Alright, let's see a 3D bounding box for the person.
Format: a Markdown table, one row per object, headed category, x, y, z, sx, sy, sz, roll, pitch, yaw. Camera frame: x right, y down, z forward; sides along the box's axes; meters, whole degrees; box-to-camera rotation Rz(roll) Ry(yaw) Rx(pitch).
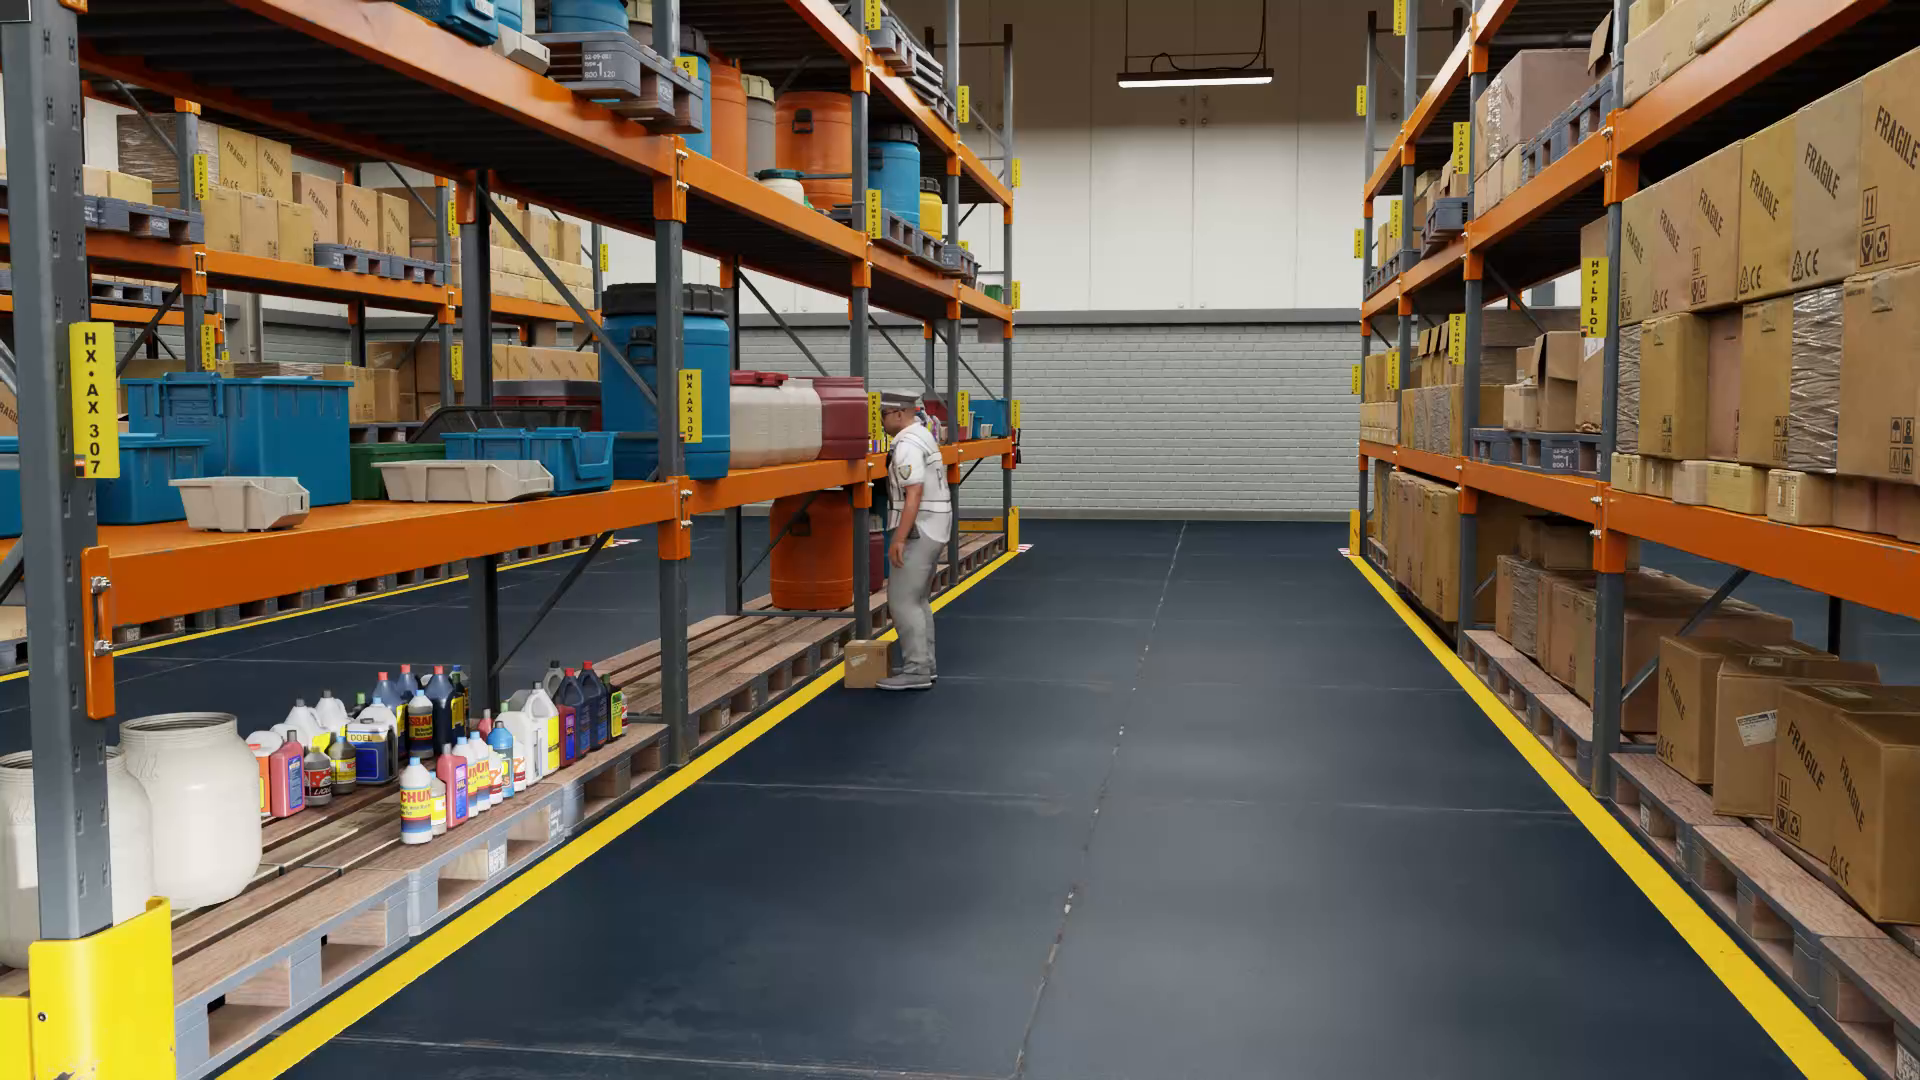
| category | x | y | z | sx | sy | sz | roll | pitch | yaw |
| --- | --- | --- | --- | --- | --- | --- | --- | --- | --- |
| person | -0.268 | -0.013 | 9.746 | 0.430 | 1.749 | 0.599 | 1 | 4 | 7 |
